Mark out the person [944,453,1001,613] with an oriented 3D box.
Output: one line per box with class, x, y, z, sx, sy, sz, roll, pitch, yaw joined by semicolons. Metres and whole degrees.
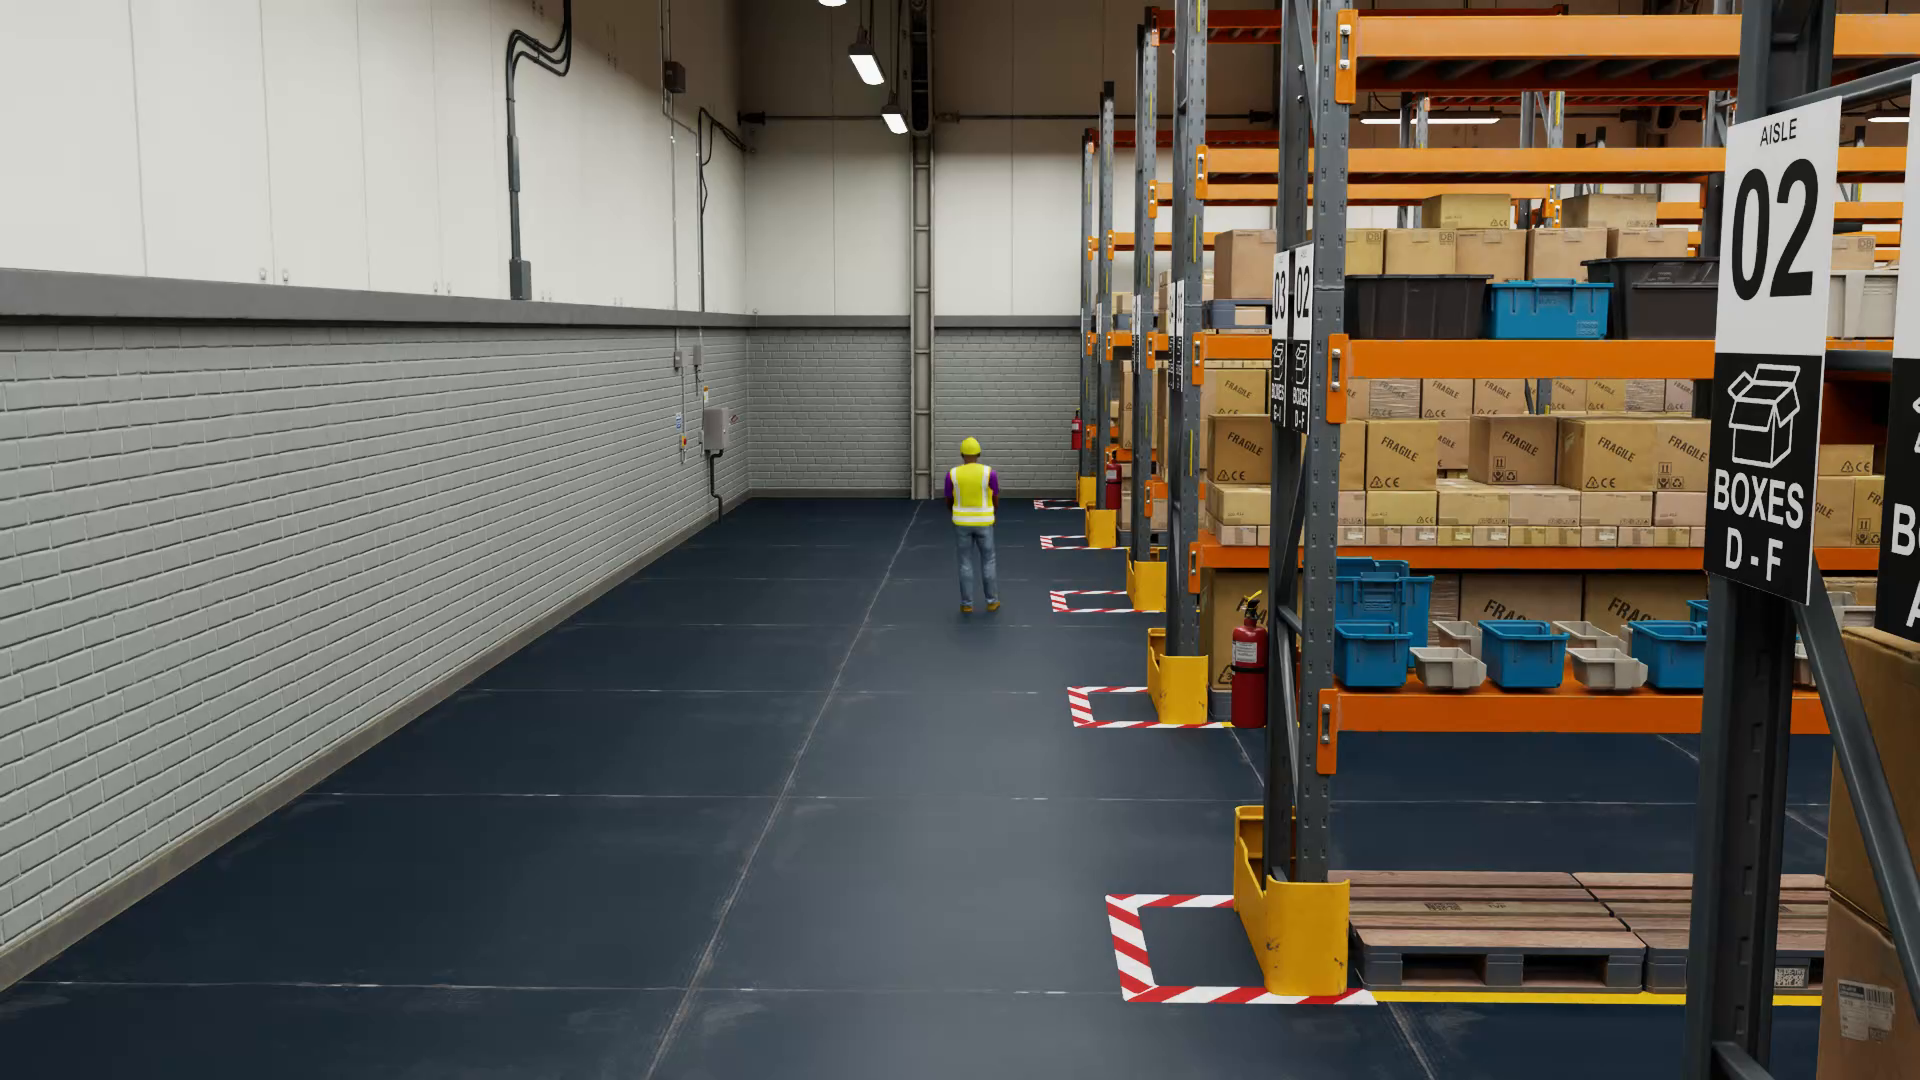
person;0.131;-0.149;16.954;0.571;1.734;0.551;0;7;4
